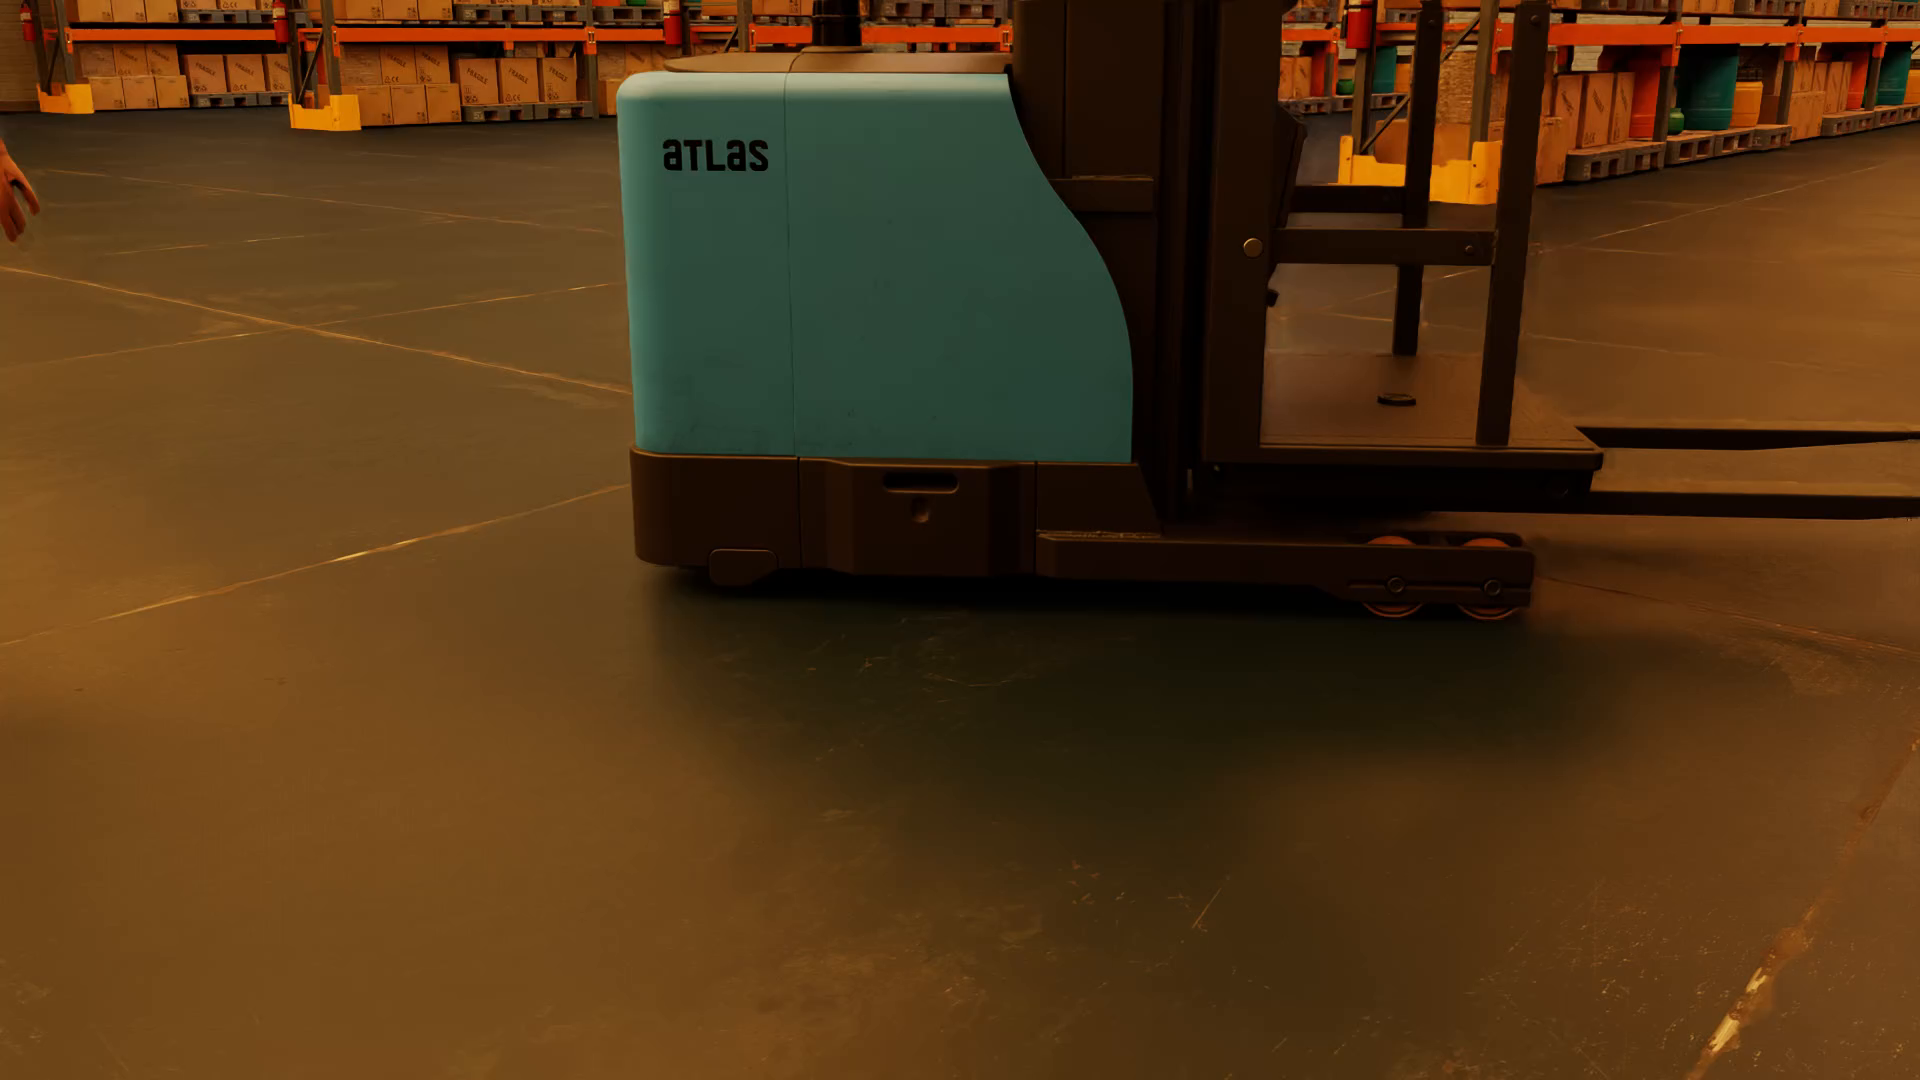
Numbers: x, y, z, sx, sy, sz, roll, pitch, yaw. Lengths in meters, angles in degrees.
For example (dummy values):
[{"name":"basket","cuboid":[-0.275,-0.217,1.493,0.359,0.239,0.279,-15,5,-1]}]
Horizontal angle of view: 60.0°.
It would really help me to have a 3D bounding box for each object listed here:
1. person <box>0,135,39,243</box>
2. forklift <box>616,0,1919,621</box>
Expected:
[{"name":"person","cuboid":[-2.143,-0.531,2.920,0.631,1.760,0.798,13,21,37]},{"name":"forklift","cuboid":[0.840,-1.399,3.504,3.031,2.935,1.130,1,17,4]}]
